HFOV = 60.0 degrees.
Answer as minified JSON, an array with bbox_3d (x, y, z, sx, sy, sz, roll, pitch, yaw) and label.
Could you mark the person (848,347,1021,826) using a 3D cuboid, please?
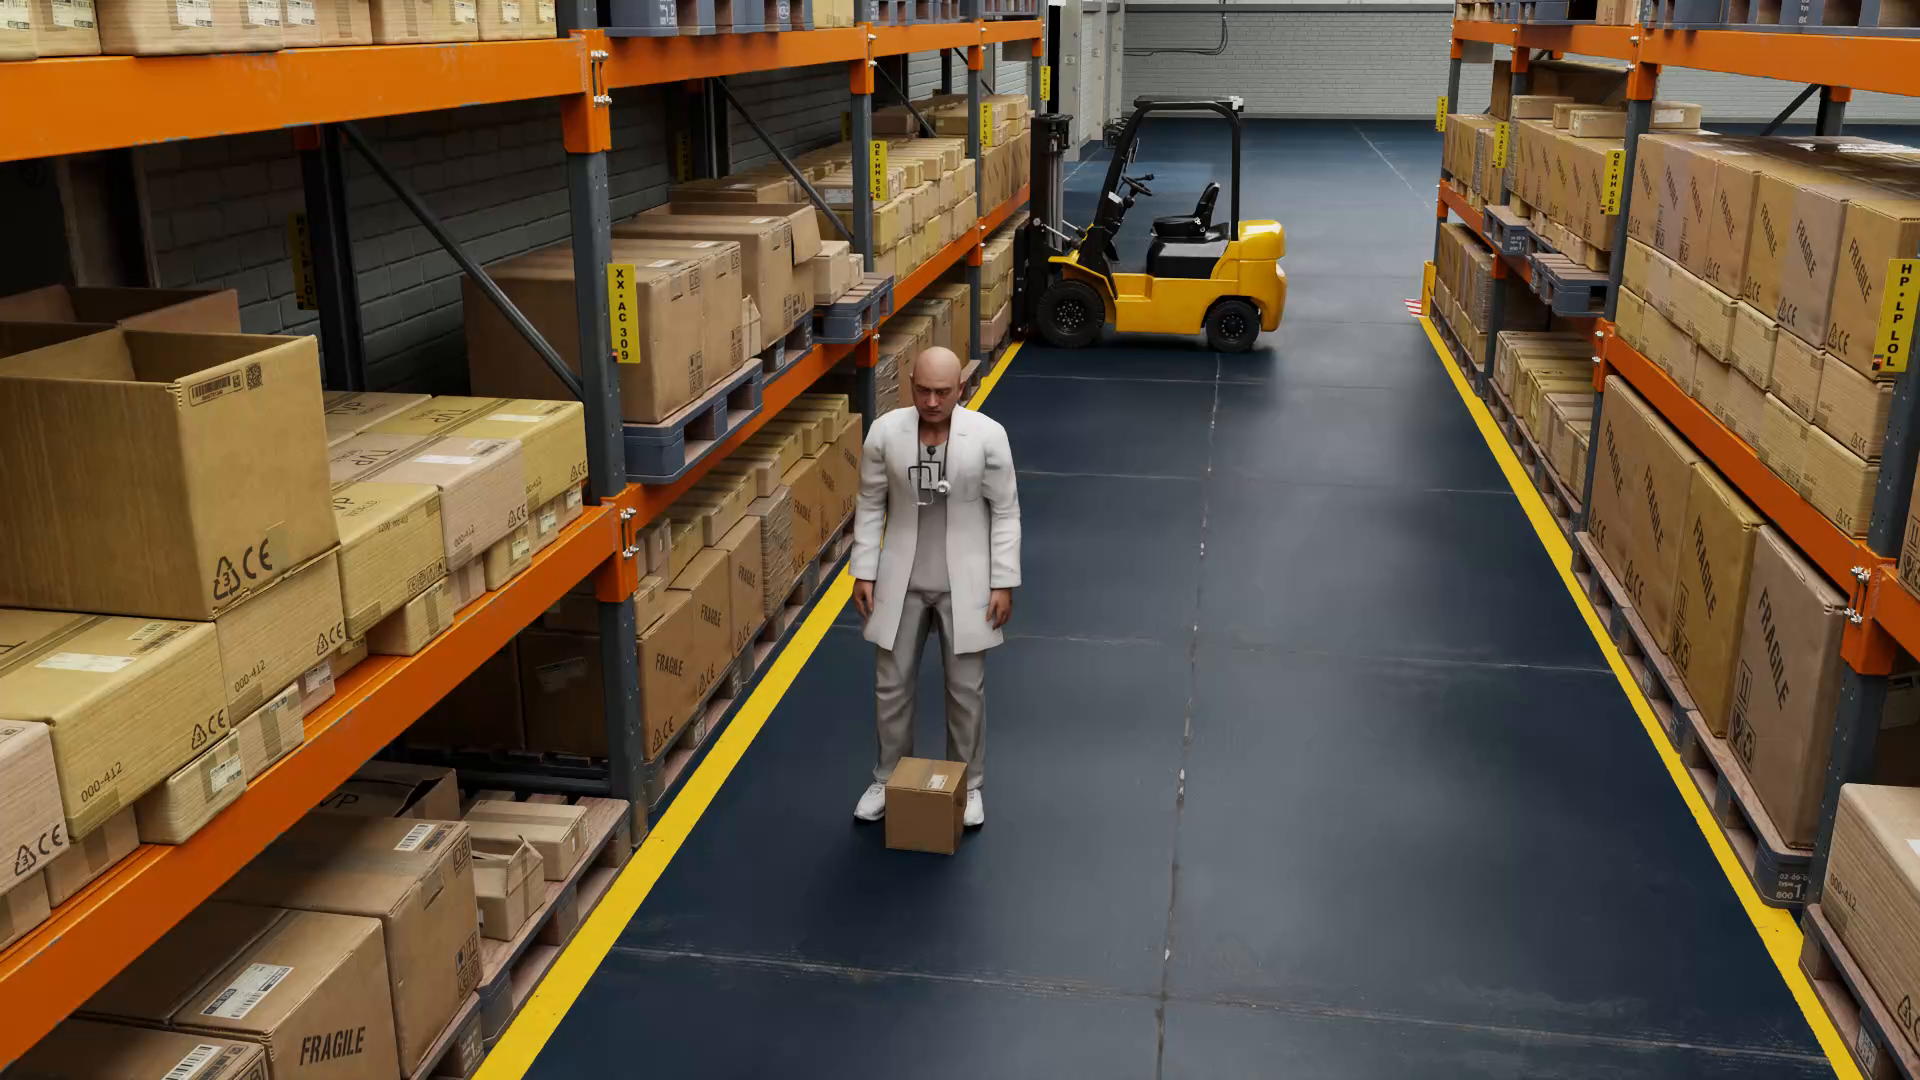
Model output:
[{"bbox_3d":[-0.100,0.164,6.062,0.632,1.773,0.426,3,18,8],"label":"person"}]
